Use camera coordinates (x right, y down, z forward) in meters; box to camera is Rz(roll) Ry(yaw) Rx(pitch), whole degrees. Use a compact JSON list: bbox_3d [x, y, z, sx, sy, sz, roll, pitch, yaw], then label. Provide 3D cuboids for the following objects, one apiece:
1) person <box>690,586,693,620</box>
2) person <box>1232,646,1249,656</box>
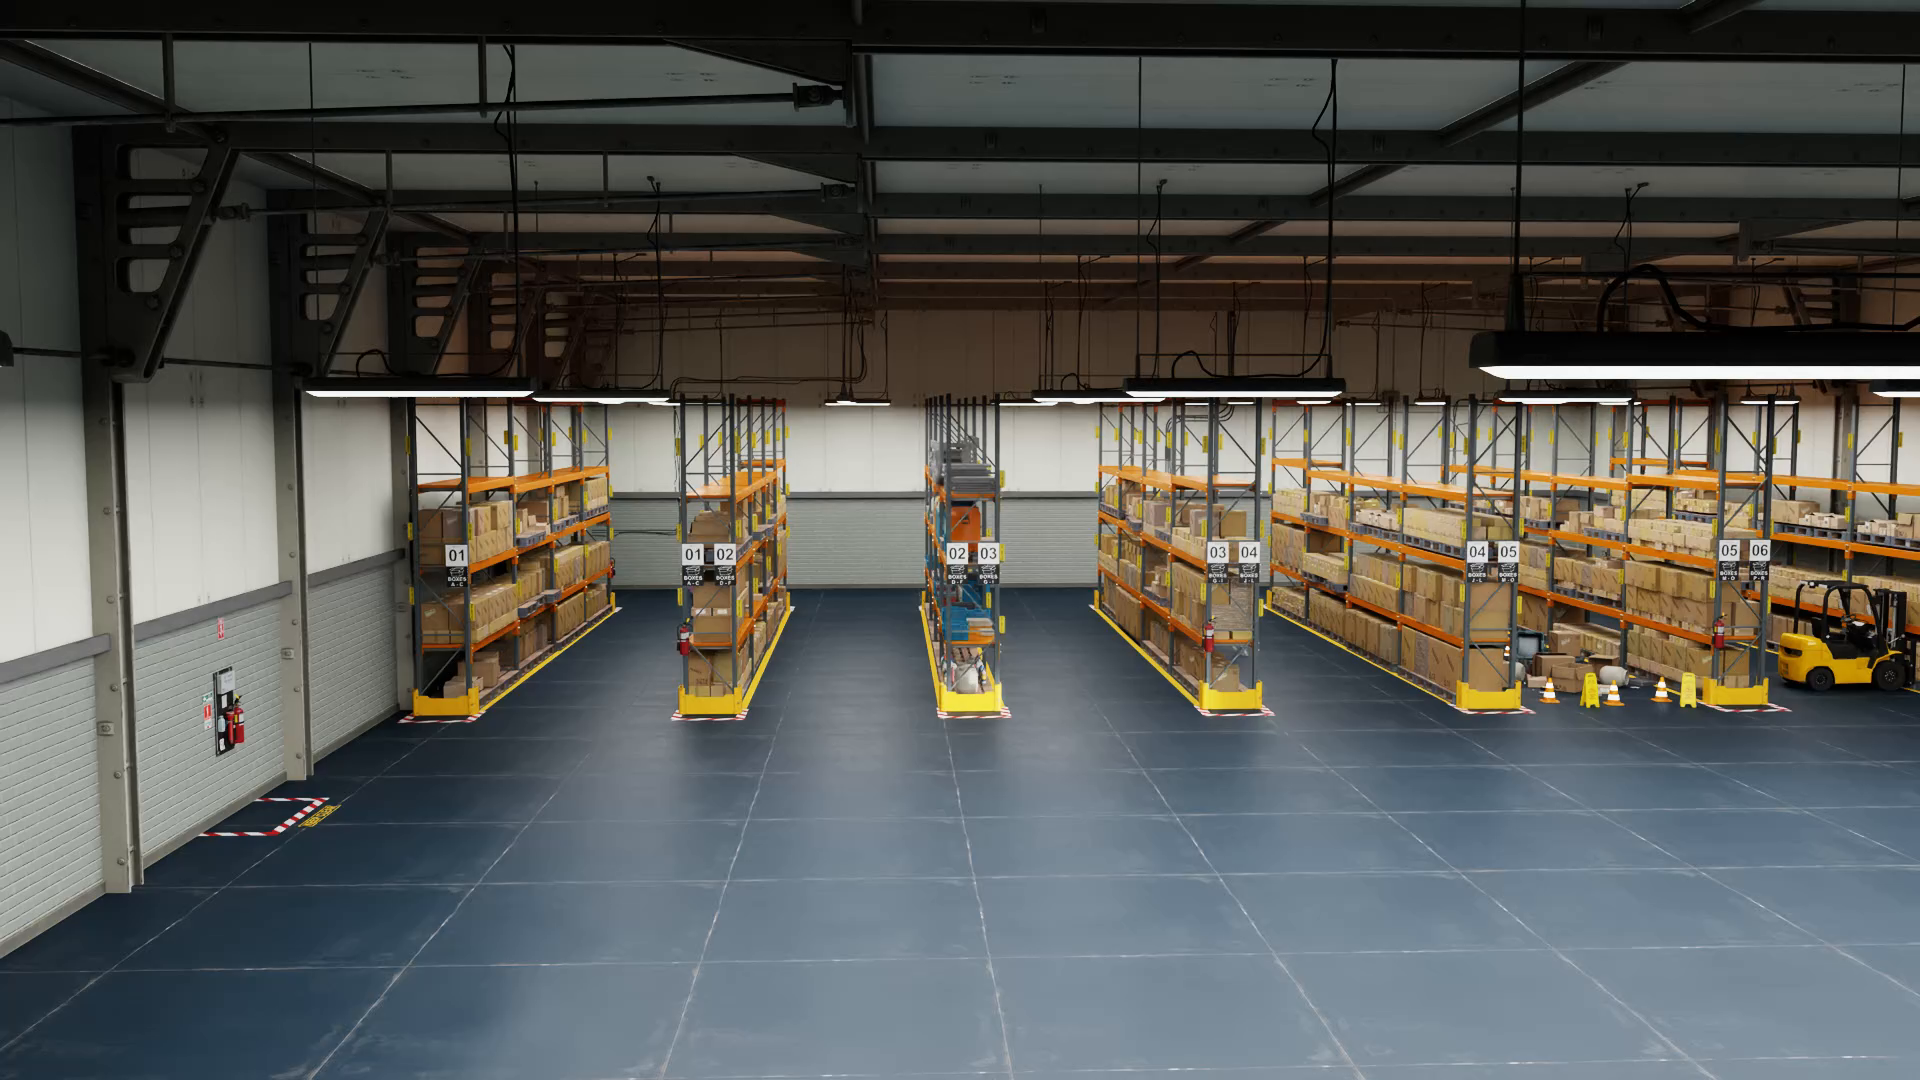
[{"bbox_3d":[-6.998,1.424,44.336,0.470,1.617,0.438,1,5,10],"label":"person"},{"bbox_3d":[6.545,1.884,38.674,0.545,1.558,0.827,0,5,-6],"label":"person"}]
